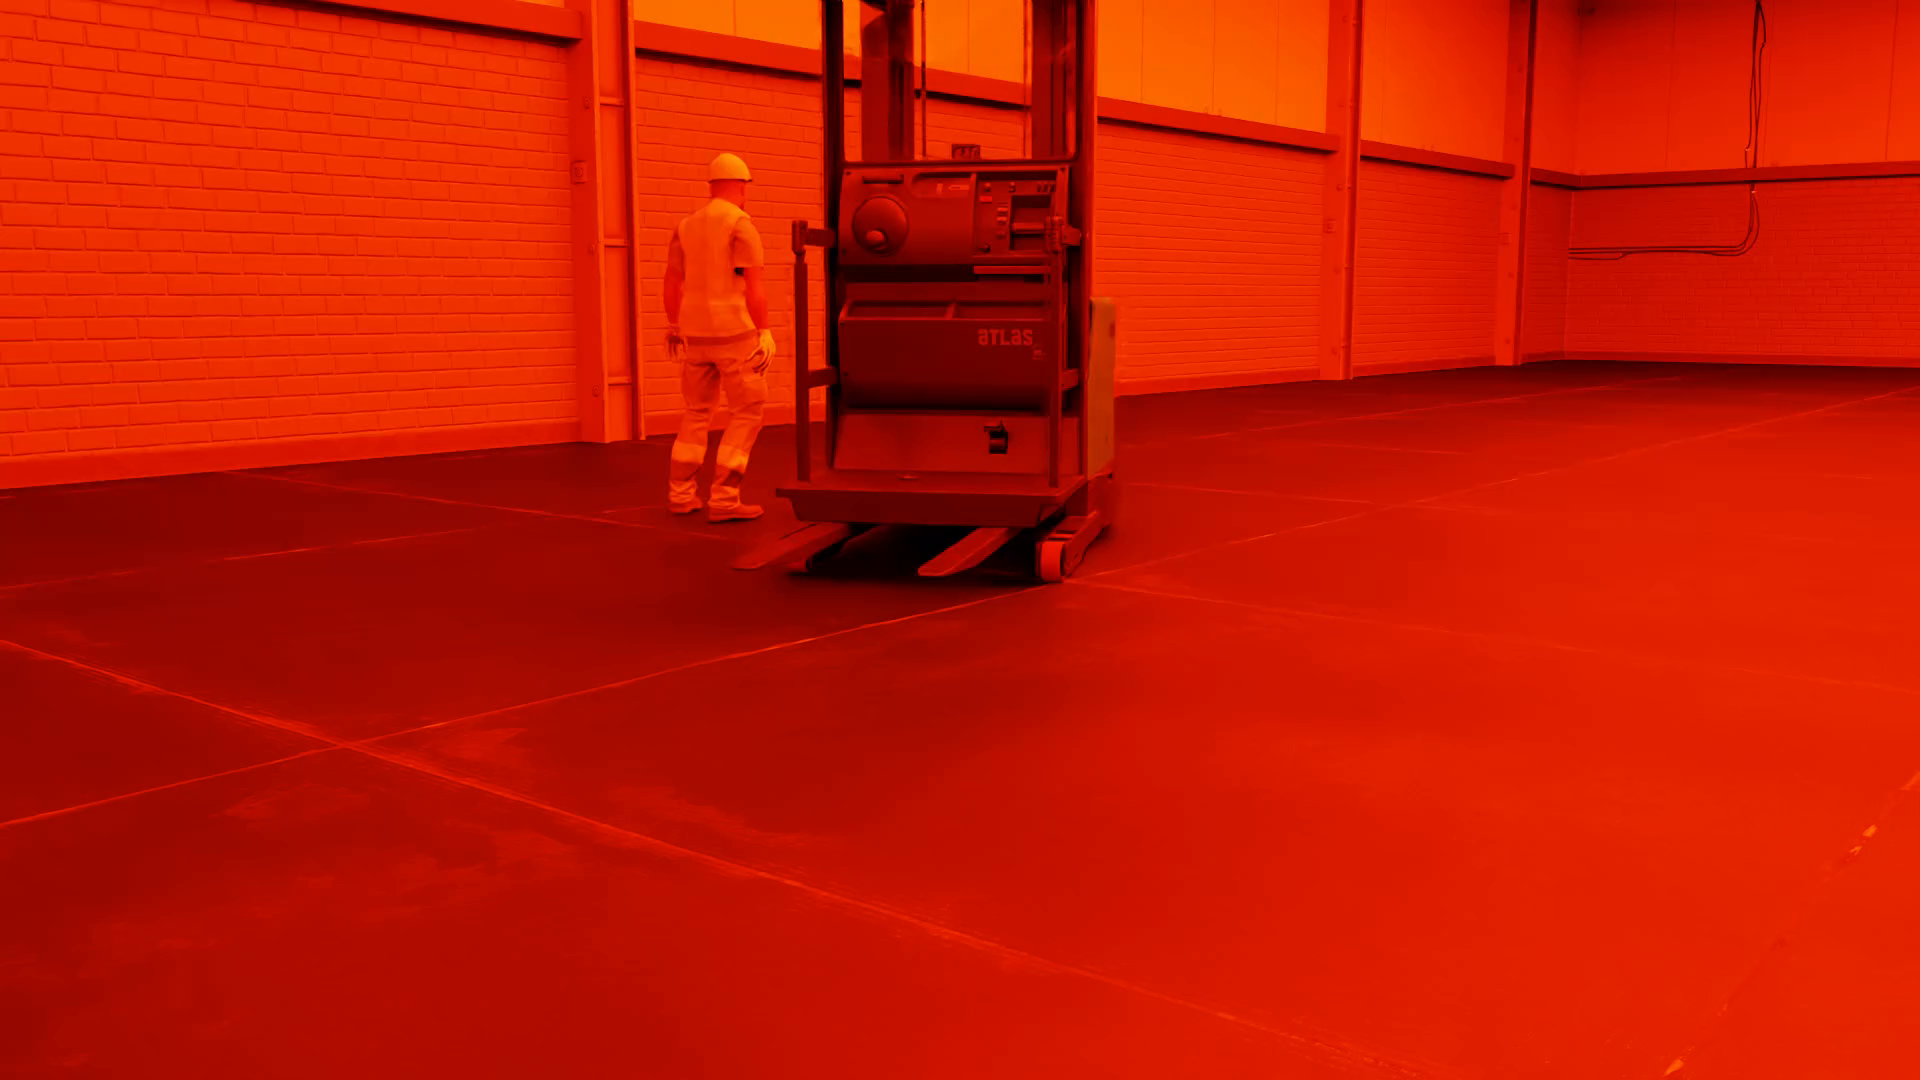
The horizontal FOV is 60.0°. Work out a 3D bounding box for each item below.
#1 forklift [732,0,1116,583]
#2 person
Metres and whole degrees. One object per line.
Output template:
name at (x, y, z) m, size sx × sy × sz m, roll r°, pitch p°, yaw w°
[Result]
forklift at (-0.072, -1.345, 6.471) m, size 1.130 × 2.935 × 3.031 m, roll 2°, pitch 9°, yaw 12°
person at (-1.143, -0.982, 8.068) m, size 0.819 × 1.753 × 0.423 m, roll 6°, pitch 10°, yaw 37°
